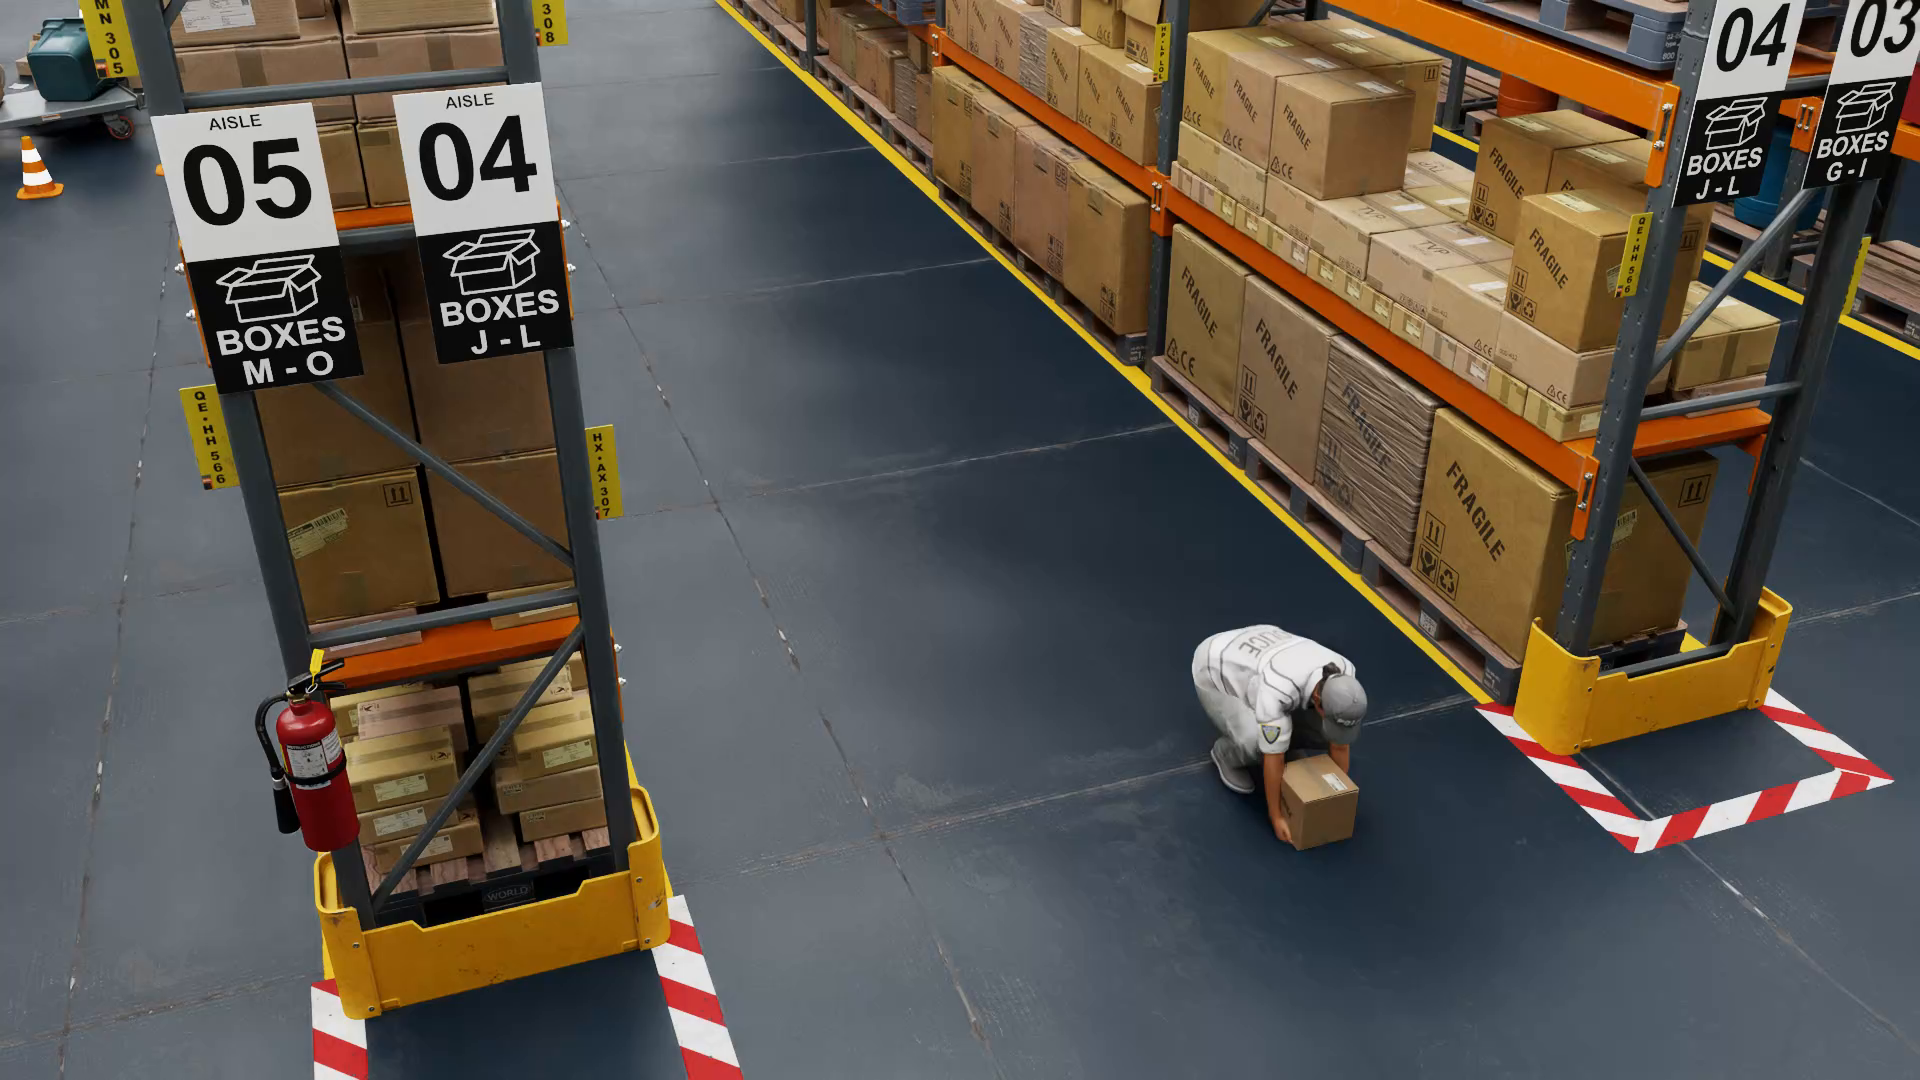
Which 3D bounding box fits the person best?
[{"bbox_3d":[1.321,0.724,6.860,0.519,0.808,0.897,-11,32,-18],"label":"person"}]
